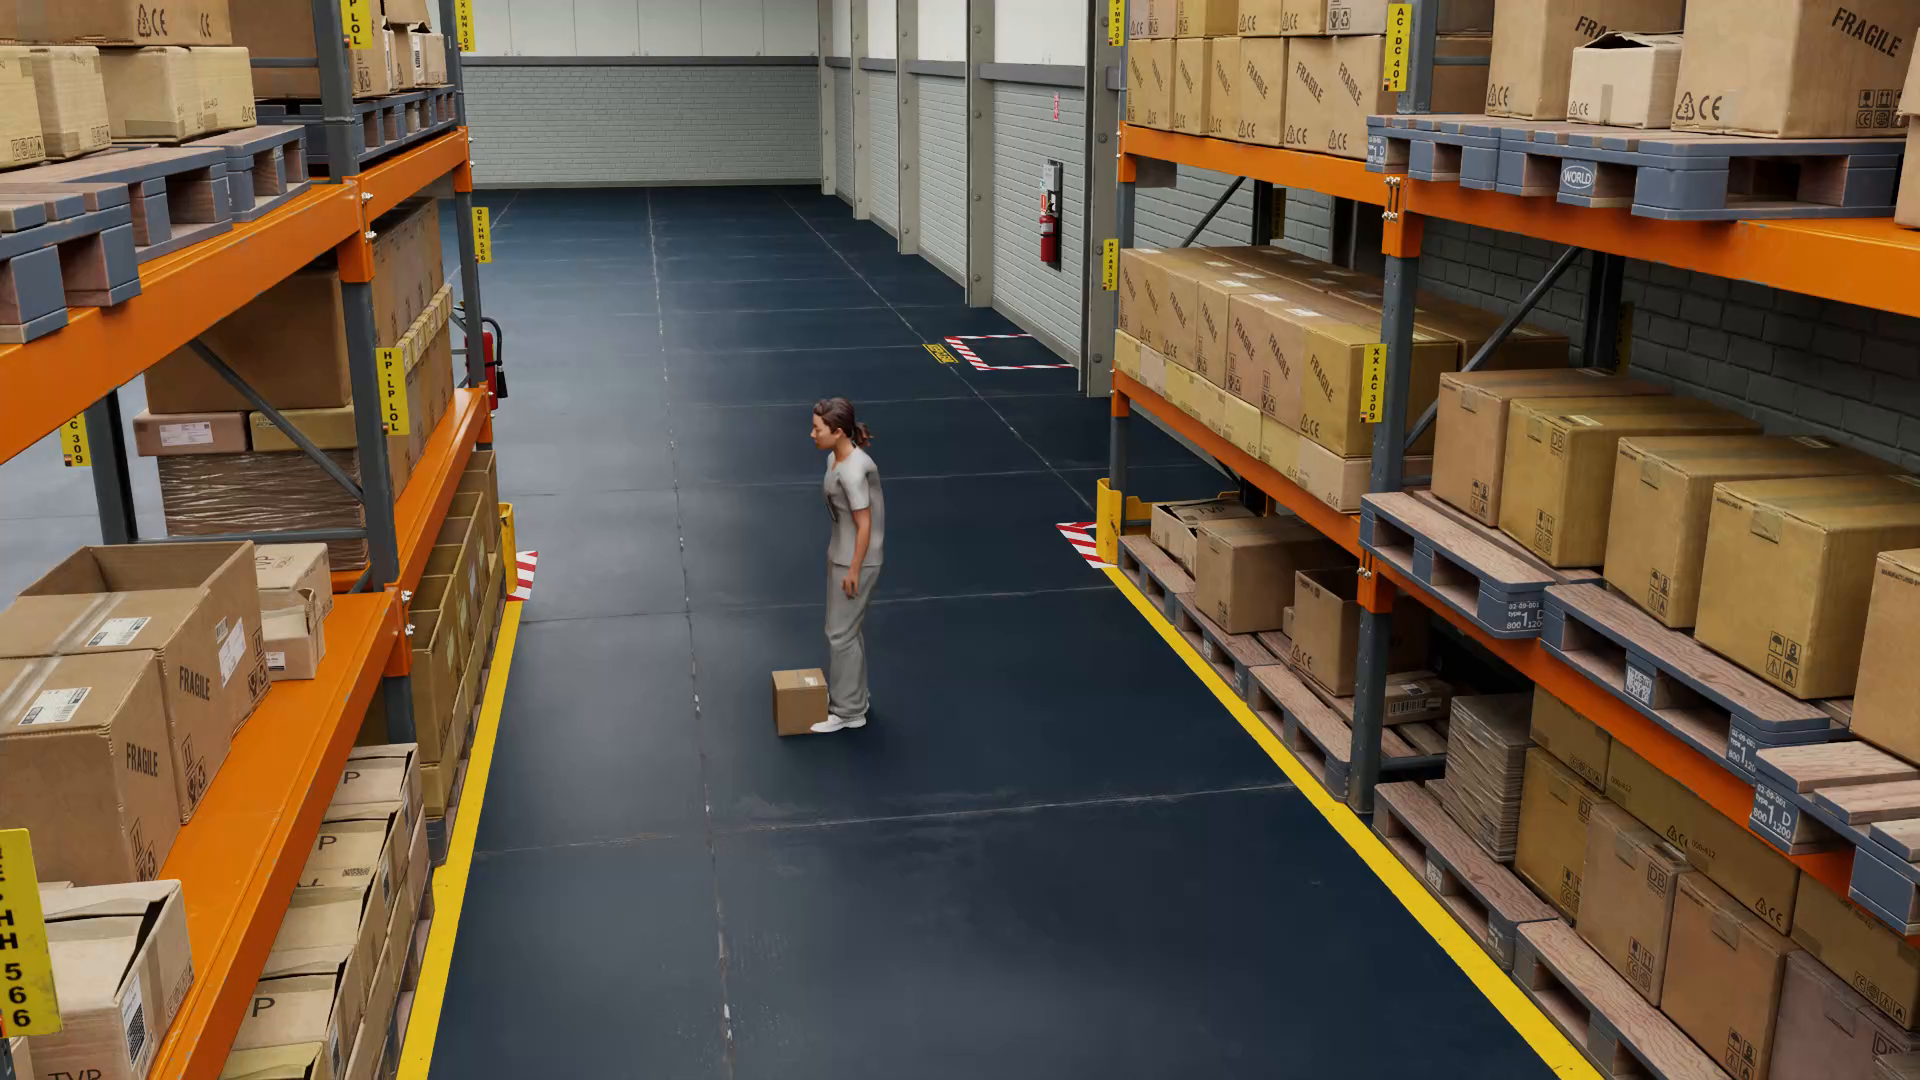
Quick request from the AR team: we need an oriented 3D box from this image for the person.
[{"bbox_3d":[-0.583,0.113,8.160,0.416,1.671,0.502,-4,17,-13],"label":"person"}]
